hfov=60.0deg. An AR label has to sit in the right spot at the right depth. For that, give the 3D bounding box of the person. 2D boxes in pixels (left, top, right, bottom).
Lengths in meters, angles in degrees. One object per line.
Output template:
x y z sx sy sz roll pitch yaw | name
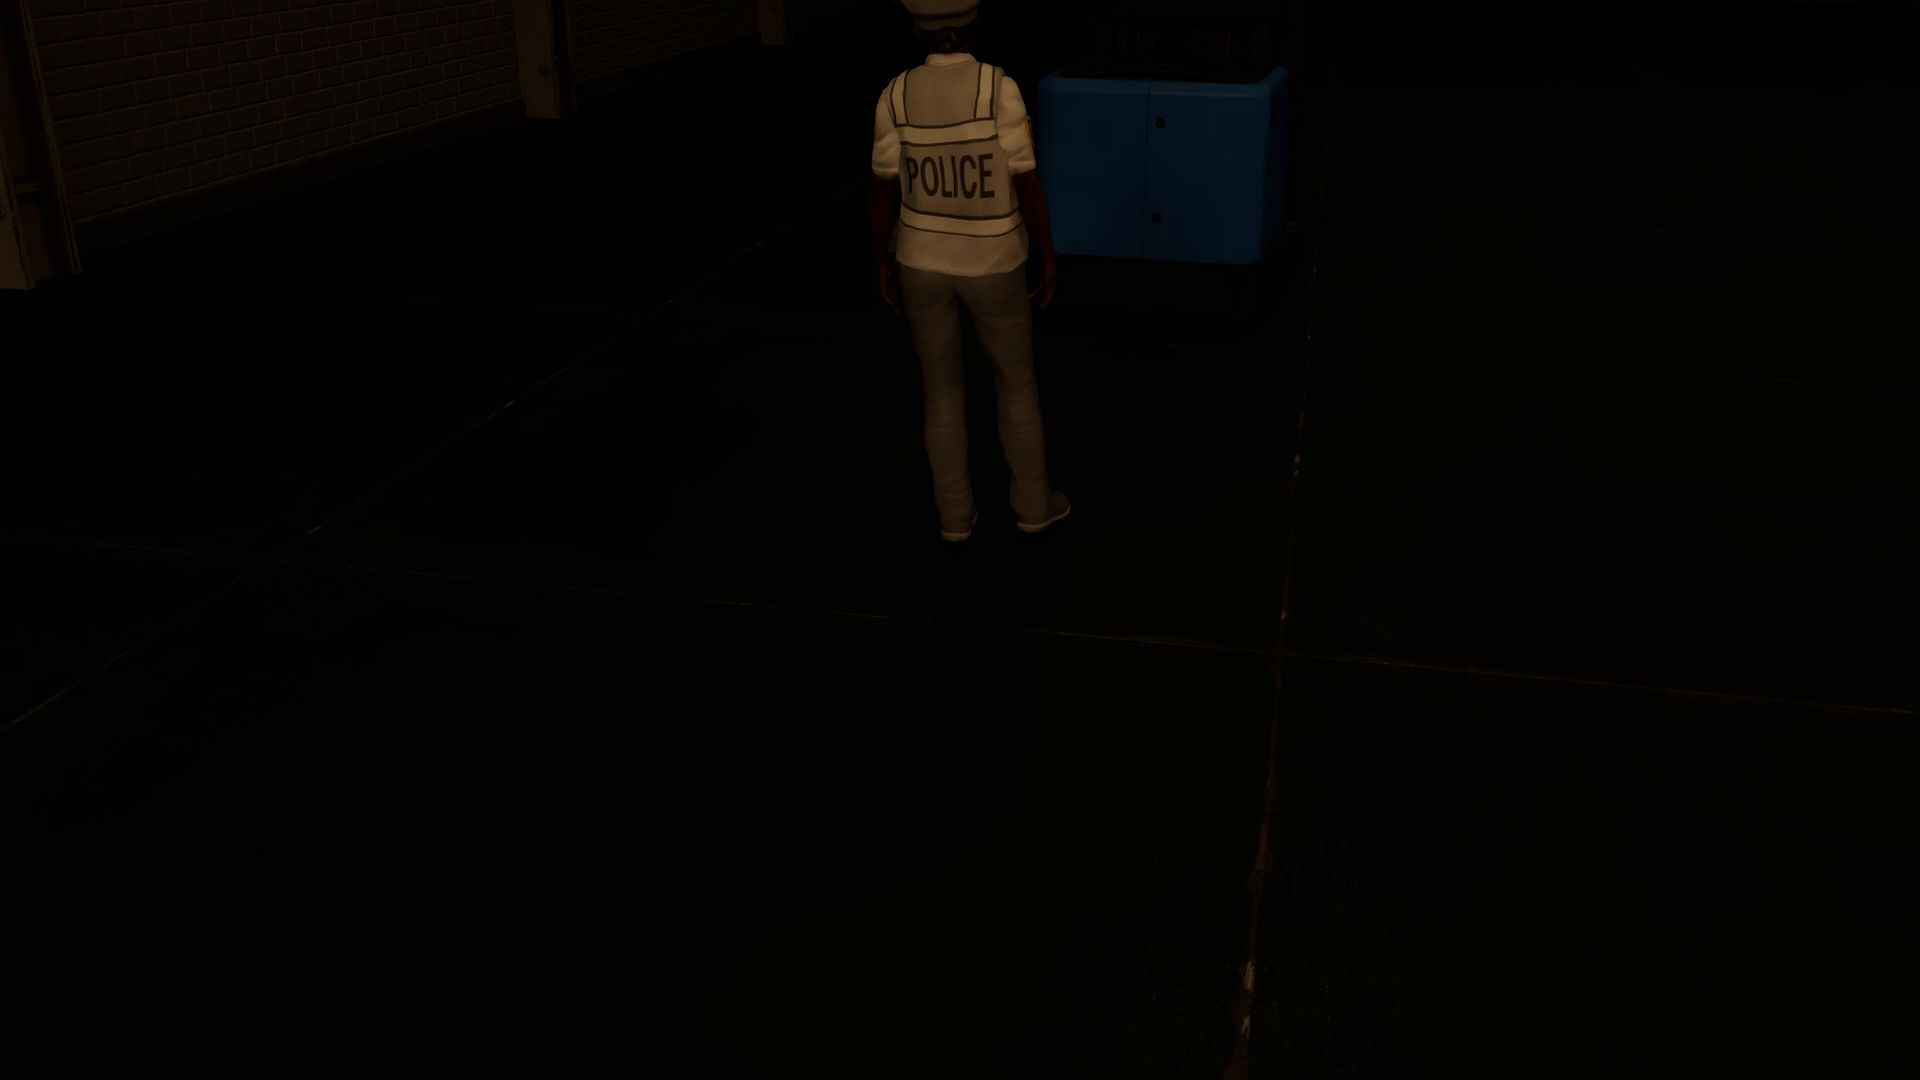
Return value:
0.036 -0.816 4.890 0.569 1.693 0.528 5 23 11 | person

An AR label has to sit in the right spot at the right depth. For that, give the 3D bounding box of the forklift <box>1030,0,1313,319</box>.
1.226 -2.861 8.282 1.130 2.935 3.031 6 23 15 | forklift
